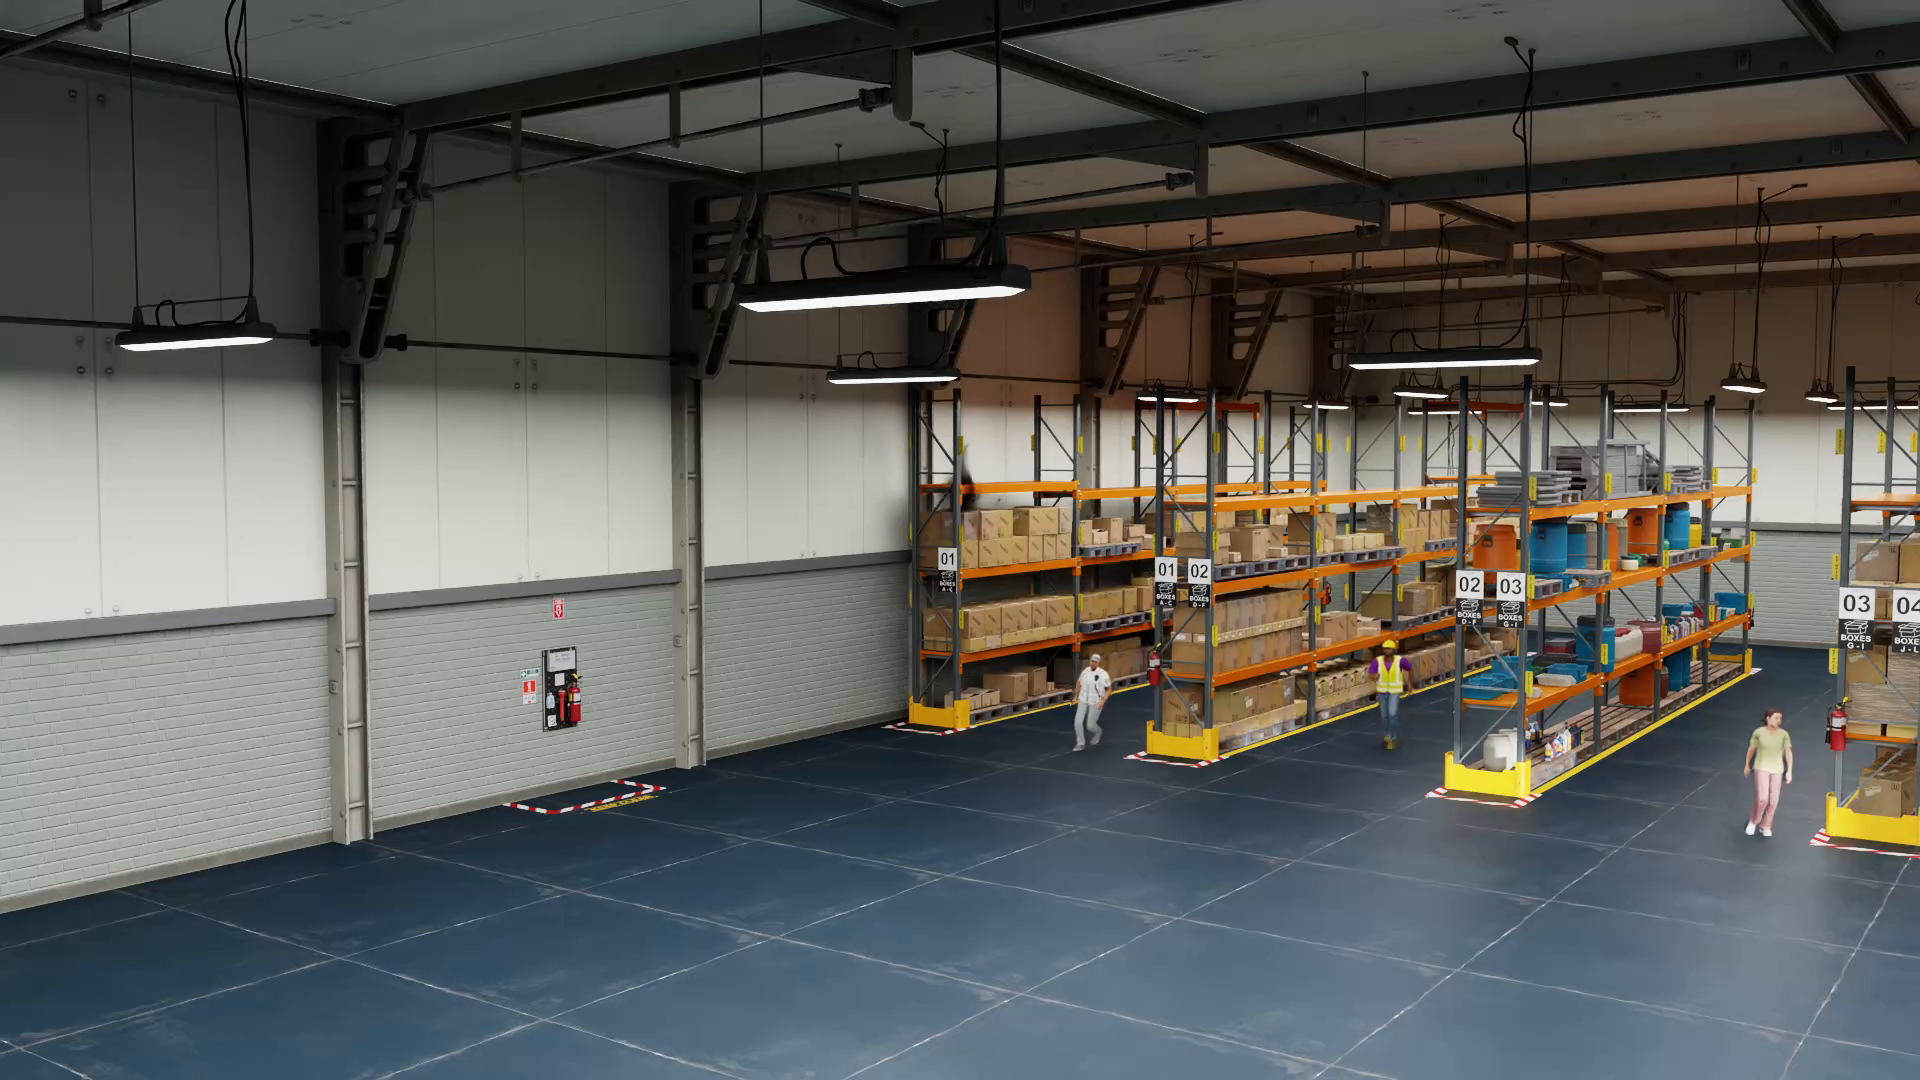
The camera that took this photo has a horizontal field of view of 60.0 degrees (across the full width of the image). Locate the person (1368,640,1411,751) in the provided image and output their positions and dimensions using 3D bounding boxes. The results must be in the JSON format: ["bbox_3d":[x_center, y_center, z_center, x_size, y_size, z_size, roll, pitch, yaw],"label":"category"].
[{"bbox_3d":[7.111,2.551,27.537,0.658,1.825,0.722,2,4,25],"label":"person"}]

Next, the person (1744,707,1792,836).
[{"bbox_3d":[10.303,2.952,21.168,0.506,1.656,0.470,1,3,9],"label":"person"}]

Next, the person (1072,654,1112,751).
[{"bbox_3d":[2.189,2.647,27.234,0.638,1.601,0.589,2,4,28],"label":"person"}]
